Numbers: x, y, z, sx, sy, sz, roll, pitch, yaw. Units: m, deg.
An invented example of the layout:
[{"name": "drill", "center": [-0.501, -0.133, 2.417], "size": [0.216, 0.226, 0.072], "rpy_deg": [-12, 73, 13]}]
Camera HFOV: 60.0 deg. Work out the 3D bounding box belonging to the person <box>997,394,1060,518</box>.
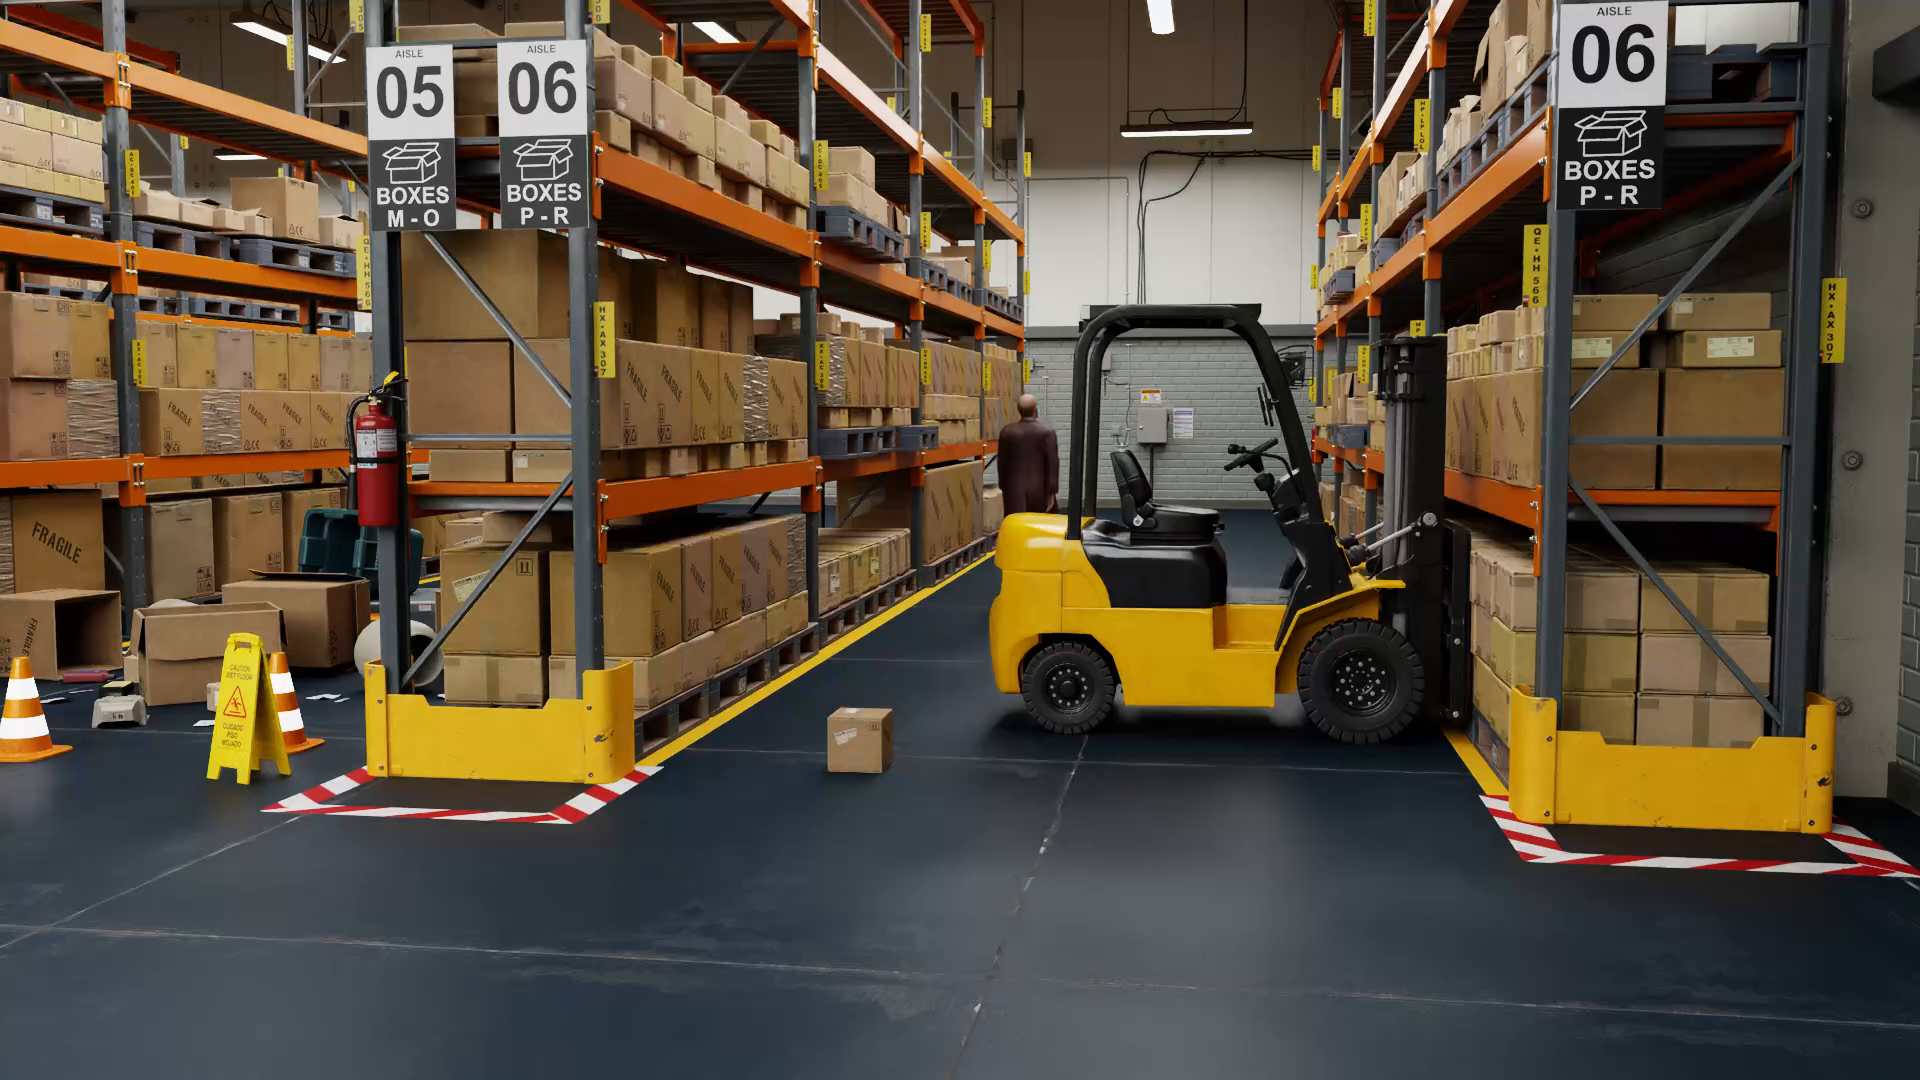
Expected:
[{"name": "person", "center": [0.619, -0.289, 14.924], "size": [0.571, 1.627, 0.773], "rpy_deg": [1, 4, 7]}]
